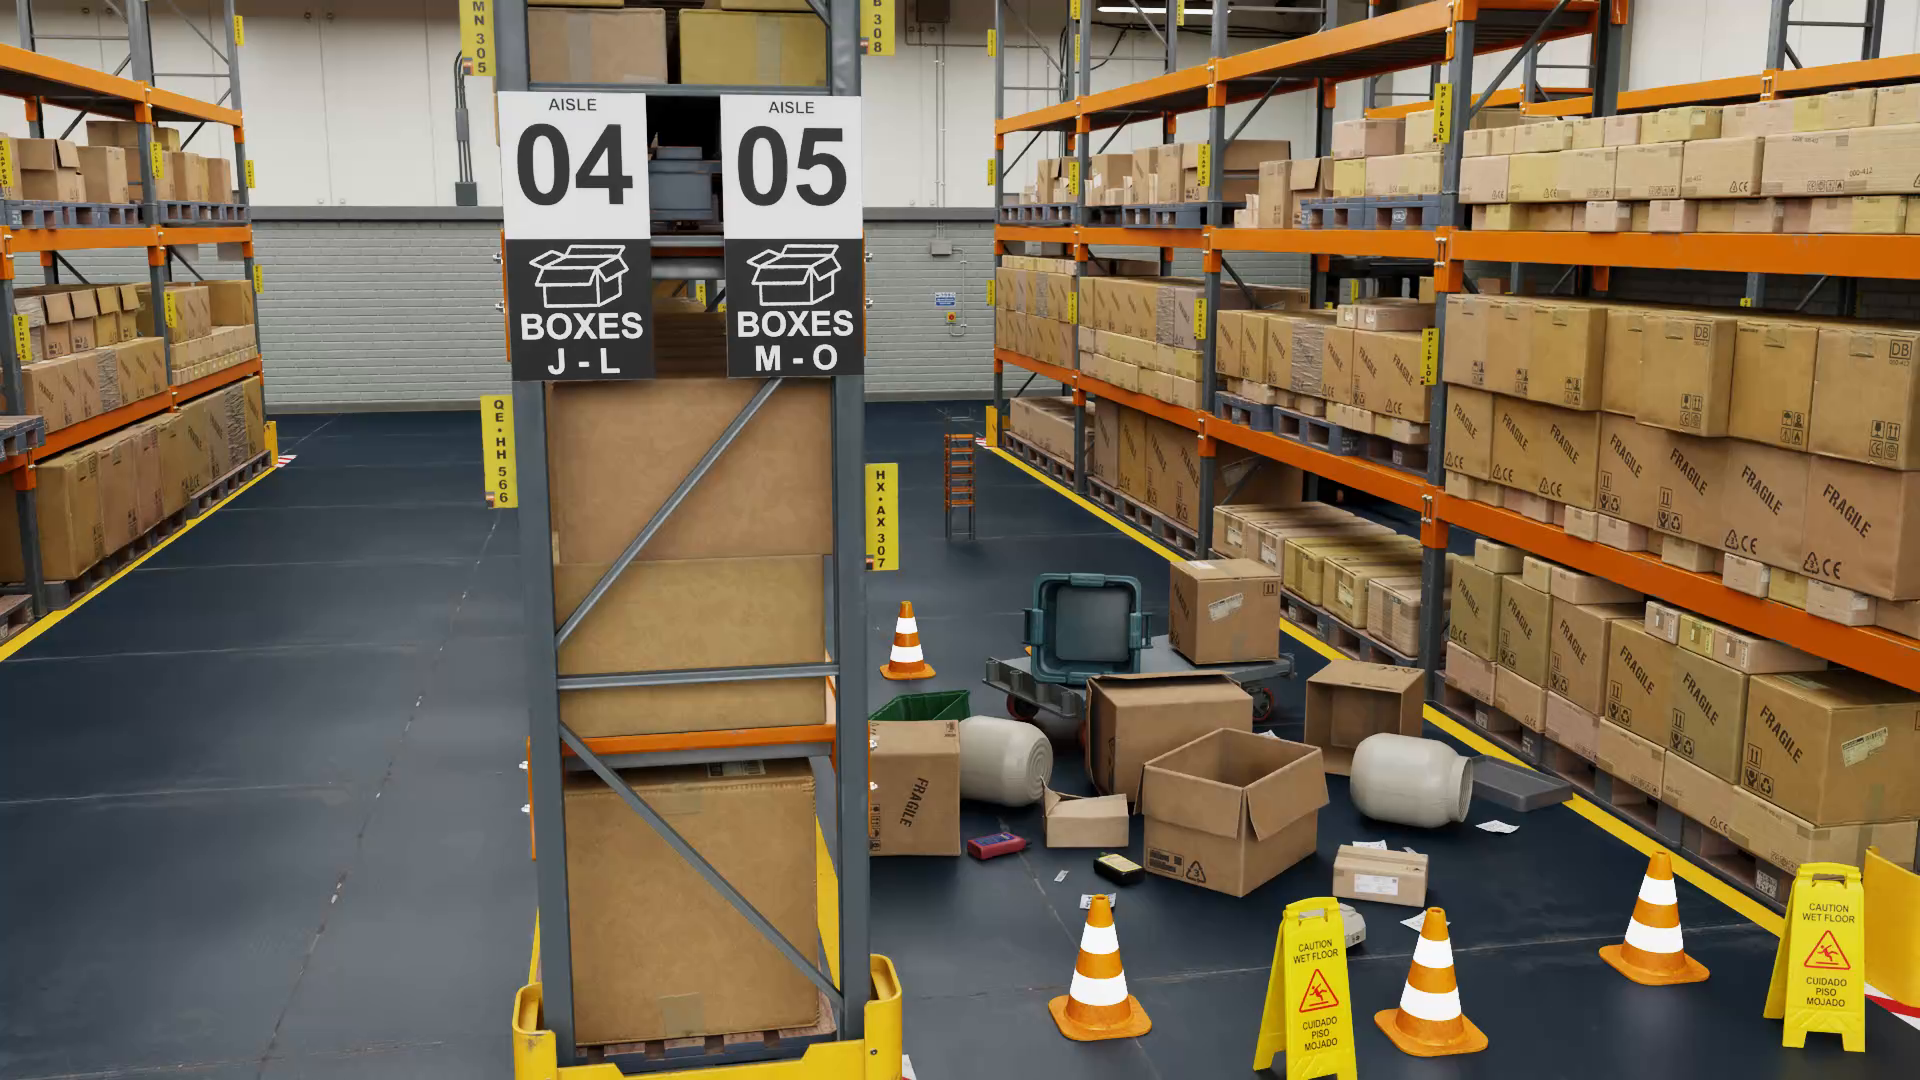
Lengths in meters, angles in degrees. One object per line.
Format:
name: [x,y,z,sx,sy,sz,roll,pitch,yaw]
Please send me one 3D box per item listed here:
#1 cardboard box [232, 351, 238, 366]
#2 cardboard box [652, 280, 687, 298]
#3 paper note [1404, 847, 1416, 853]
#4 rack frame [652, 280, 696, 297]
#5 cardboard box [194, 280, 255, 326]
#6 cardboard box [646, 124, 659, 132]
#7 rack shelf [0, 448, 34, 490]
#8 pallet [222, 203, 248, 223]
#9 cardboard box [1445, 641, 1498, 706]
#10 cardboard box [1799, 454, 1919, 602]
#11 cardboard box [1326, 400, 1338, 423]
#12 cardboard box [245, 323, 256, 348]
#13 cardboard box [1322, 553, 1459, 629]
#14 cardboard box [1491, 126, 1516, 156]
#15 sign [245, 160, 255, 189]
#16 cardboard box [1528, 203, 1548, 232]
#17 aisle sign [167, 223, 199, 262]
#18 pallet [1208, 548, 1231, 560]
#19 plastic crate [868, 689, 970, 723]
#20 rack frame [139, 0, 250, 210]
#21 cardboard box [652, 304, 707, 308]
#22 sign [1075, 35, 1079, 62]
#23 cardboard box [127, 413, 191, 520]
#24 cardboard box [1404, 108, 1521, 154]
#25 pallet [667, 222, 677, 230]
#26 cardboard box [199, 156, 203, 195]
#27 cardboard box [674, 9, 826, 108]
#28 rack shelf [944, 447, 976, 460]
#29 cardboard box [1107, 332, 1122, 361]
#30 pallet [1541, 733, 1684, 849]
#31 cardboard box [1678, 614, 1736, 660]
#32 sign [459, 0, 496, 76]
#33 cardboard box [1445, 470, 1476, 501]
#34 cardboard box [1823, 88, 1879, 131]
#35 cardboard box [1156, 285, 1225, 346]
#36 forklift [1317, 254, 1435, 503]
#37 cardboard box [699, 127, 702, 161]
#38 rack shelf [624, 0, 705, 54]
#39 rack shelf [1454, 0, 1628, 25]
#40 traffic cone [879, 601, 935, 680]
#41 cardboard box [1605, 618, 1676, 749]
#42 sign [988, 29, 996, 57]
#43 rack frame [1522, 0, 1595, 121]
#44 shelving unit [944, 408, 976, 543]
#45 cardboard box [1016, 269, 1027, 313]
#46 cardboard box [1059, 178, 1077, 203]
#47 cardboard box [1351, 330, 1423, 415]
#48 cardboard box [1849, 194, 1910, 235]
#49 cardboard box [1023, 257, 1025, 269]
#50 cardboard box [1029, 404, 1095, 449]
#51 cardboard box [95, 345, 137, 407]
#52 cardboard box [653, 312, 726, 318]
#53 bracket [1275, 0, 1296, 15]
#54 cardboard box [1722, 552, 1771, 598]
cardboard box: [-8.186,-1.994,18.323,0.380,0.149,0.250,-2,11,-12]
cardboard box: [-2.965,-2.564,16.911,0.500,0.500,0.500,-2,11,-10]
paper note: [2.075,1.434,7.636,0.032,0.001,0.123,-2,11,-11]
rack frame: [-3.116,-1.786,16.560,1.000,3.000,0.127,-2,11,-11]
cardboard box: [-8.426,-2.719,19.061,0.500,0.500,0.500,-2,11,-10]
cardboard box: [-1.442,-1.743,6.524,0.500,0.250,0.500,-2,11,-10]
rack shelf: [-6.834,-0.171,9.995,1.077,0.370,4.000,-2,11,-11]
pallet: [-8.624,-3.653,18.579,1.003,0.211,1.213,-2,11,-11]
cardboard box: [3.126,0.745,9.492,0.500,0.250,0.500,-3,11,-14]
cardboard box: [3.678,-0.069,6.473,0.500,0.500,0.500,-2,11,-12]
cardboard box: [2.721,-0.873,11.307,0.380,0.149,0.250,-2,11,-11]
cardboard box: [-8.424,-2.351,19.134,0.500,0.250,0.500,-2,11,-12]
cardboard box: [3.028,0.339,11.298,0.950,0.372,0.625,-1,11,-7]
cardboard box: [3.096,-2.143,8.952,0.380,0.149,0.250,-2,11,-9]
sign: [-8.244,-4.245,19.298,0.100,0.325,0.005,-2,11,-11]
cardboard box: [3.249,-1.710,8.809,0.380,0.149,0.250,-2,11,-11]
aisle sign: [-9.087,-3.638,19.333,0.394,0.787,0.004,-2,11,-11]
pallet: [2.649,0.262,13.256,1.003,0.211,1.213,-2,11,-11]
plastic crate: [-0.241,1.018,9.191,0.450,0.188,0.662,-7,8,20]
rack frame: [-8.779,-5.305,19.003,1.000,3.000,0.127,-2,11,-11]
cardboard box: [-2.059,-1.324,11.187,0.700,0.500,0.500,-2,11,-12]
sign: [1.477,-6.181,20.892,0.100,0.325,0.005,-2,11,-11]
cardboard box: [-7.857,-0.670,15.256,1.225,0.875,0.875,-2,11,-11]
cardboard box: [3.038,-2.471,10.076,0.500,0.250,0.500,-2,11,-10]
pallet: [-1.940,-2.112,10.755,1.003,0.211,1.213,-2,11,-8]
cardboard box: [-8.486,-3.842,17.680,0.700,0.500,0.500,-3,11,-15]
cardboard box: [-0.624,-1.485,5.168,0.500,0.250,0.500,-2,11,-11]
rack shelf: [0.003,-0.779,15.034,0.258,0.103,0.180,-2,11,-11]
cardboard box: [1.730,-1.878,16.104,0.500,0.250,0.500,-2,11,-10]
pallet: [3.682,1.198,8.336,1.003,0.211,1.213,-2,11,-11]
cardboard box: [3.459,0.425,7.433,0.380,0.149,0.250,-2,11,-10]
sign: [-1.317,-1.438,4.550,0.100,0.325,0.005,-2,11,-11]
cardboard box: [3.023,-0.325,9.553,0.380,0.149,0.250,-2,11,-11]
cardboard box: [3.618,-1.672,6.476,0.380,0.149,0.250,-2,11,-12]
cardboard box: [2.033,-1.971,14.587,0.500,0.500,0.500,-2,11,-10]
forklift: [4.302,-1.892,17.299,1.130,2.935,3.031,-2,11,-12]
cardboard box: [-0.830,-1.544,6.544,0.380,0.149,0.250,-2,11,-10]
rack shelf: [-1.949,-3.083,10.322,1.077,0.370,4.000,-2,11,-11]
rack shelf: [3.665,-2.743,7.474,1.077,0.370,4.000,-2,11,-11]
traffic cone: [-0.340,0.626,10.669,0.336,0.463,0.334,-2,11,-11]
cardboard box: [3.446,0.666,7.899,0.500,0.500,0.500,-2,11,-12]
sign: [0.396,-6.183,20.694,0.100,0.325,0.005,-2,11,-11]
rack frame: [6.588,-5.113,17.994,1.000,3.000,0.127,-2,11,-11]
shelving unit: [0.003,-0.587,15.070,0.258,1.200,0.189,-2,11,-11]
cardboard box: [0.971,-2.972,19.847,0.500,0.500,0.500,-2,11,-11]
cardboard box: [1.282,-3.753,17.841,0.396,0.266,0.258,-2,11,-9]
cardboard box: [2.863,-1.087,10.697,0.500,0.500,0.500,-2,11,-11]
cardboard box: [3.630,-1.234,6.307,0.380,0.149,0.250,-2,11,-11]
cardboard box: [0.970,-3.311,19.894,0.380,0.149,0.250,-2,11,-10]
cardboard box: [1.355,-1.381,20.161,0.875,0.438,0.875,-2,11,-9]
cardboard box: [-7.444,-1.411,14.321,0.500,0.500,0.500,-2,11,-12]
cardboard box: [-1.522,-0.854,8.374,0.875,0.550,0.550,-2,11,-11]
bracket: [5.280,-8.640,26.898,0.235,0.232,0.430,-2,11,-11]
cardboard box: [3.505,0.142,7.099,0.380,0.149,0.250,-2,11,-10]
